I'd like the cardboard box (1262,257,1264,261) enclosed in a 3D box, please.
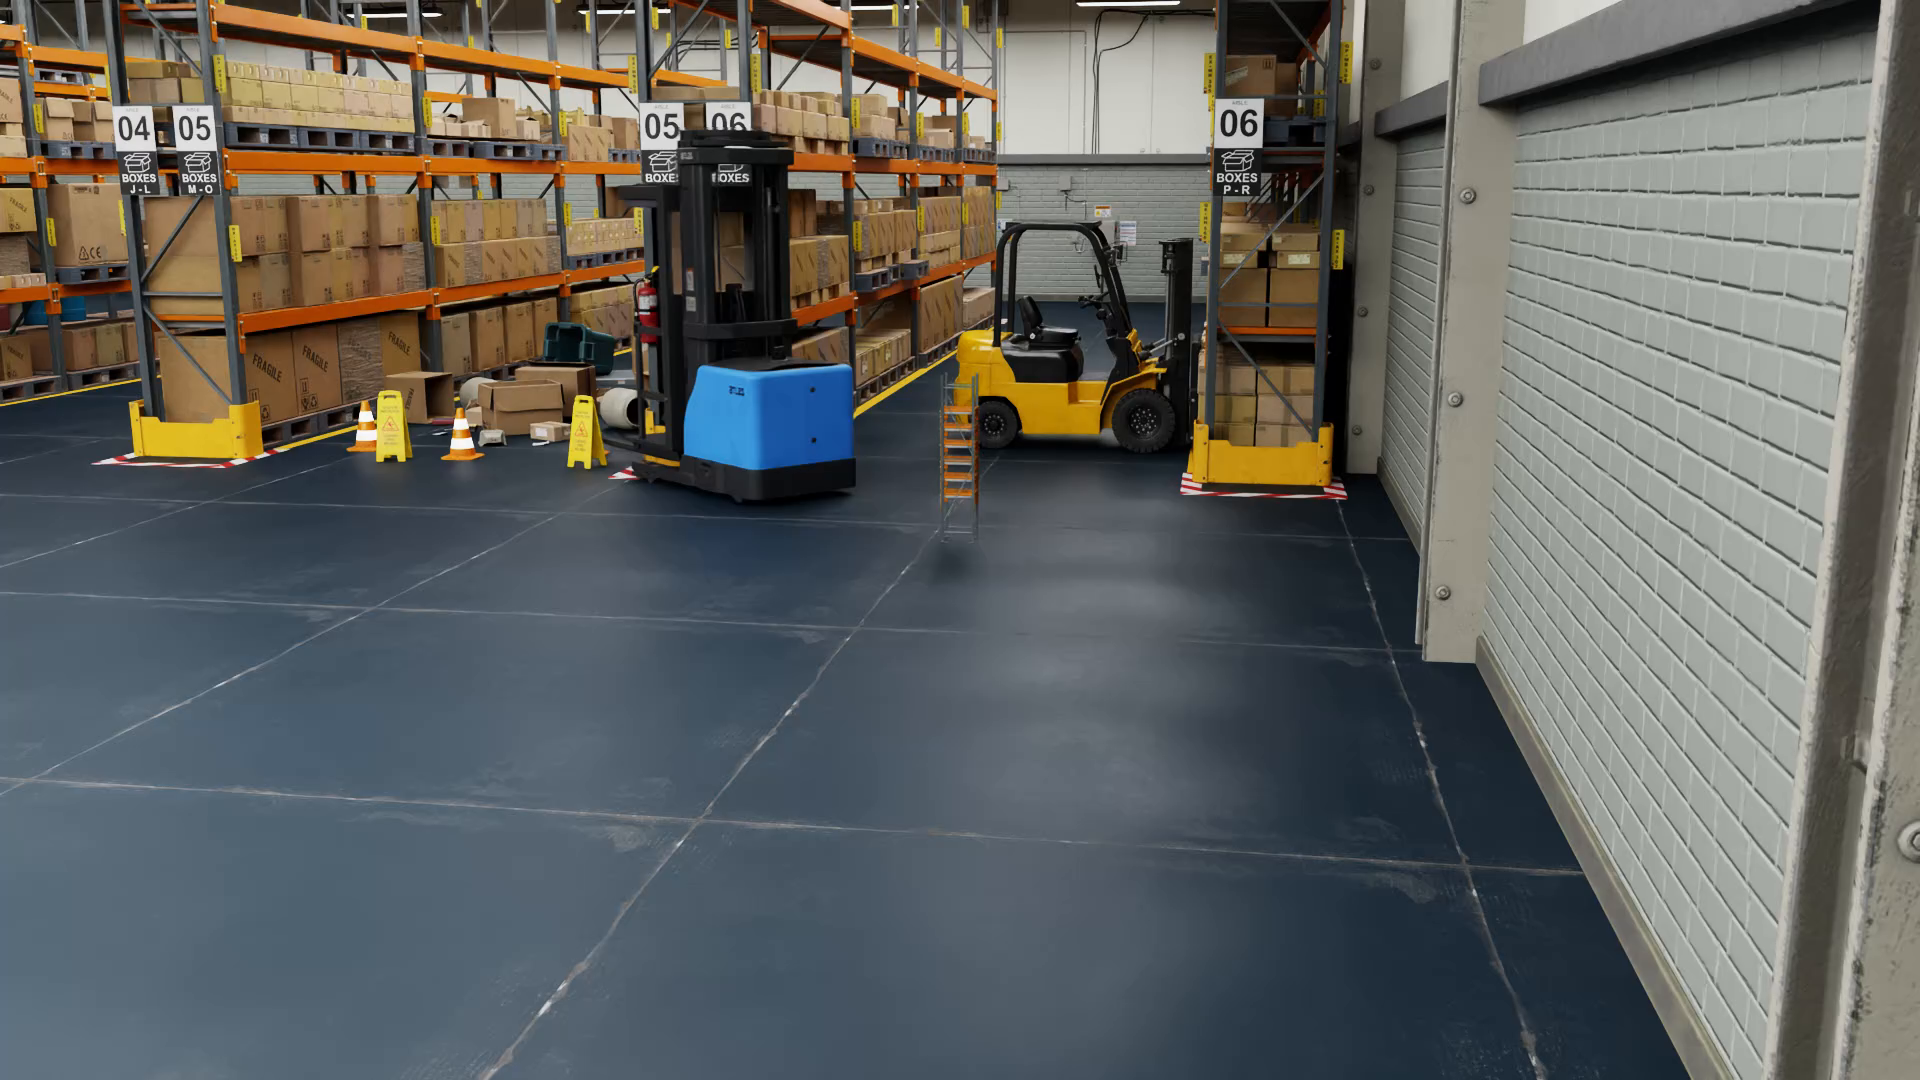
[{"bbox_3d":[2.754,-2.567,16.547,0.500,0.500,0.500,2,12,8],"label":"cardboard box"}]

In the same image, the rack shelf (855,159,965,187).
[{"bbox_3d":[-0.762,-5.340,24.240,1.077,0.370,4.000,2,12,9],"label":"rack shelf"}]

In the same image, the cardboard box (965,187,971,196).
[{"bbox_3d":[-0.029,-5.712,27.228,0.380,0.149,0.250,2,12,8],"label":"cardboard box"}]

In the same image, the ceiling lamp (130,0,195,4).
[{"bbox_3d":[-16.535,-12.380,34.225,2.000,3.185,0.800,2,12,9],"label":"ceiling lamp"}]

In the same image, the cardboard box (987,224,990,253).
[{"bbox_3d":[0.256,-5.310,29.277,0.500,0.500,0.500,2,12,7],"label":"cardboard box"}]

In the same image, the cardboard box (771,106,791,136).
[{"bbox_3d":[-1.872,-3.883,15.420,0.500,0.250,0.500,2,12,8],"label":"cardboard box"}]

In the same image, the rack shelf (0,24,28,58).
[{"bbox_3d":[-11.784,-5.461,17.687,1.077,0.370,4.000,2,12,9],"label":"rack shelf"}]

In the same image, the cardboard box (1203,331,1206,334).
[{"bbox_3d":[2.836,-2.076,17.662,0.500,0.250,0.500,2,12,8],"label":"cardboard box"}]

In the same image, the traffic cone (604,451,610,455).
[{"bbox_3d":[-3.508,-1.035,15.697,0.336,0.463,0.334,2,12,9],"label":"traffic cone"}]

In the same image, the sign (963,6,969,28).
[{"bbox_3d":[0.084,-8.055,25.603,0.100,0.325,0.005,2,12,9],"label":"sign"}]

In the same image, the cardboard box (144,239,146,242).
[{"bbox_3d":[-11.347,-3.921,22.425,0.500,0.250,0.500,2,12,7],"label":"cardboard box"}]

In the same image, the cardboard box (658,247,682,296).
[{"bbox_3d":[-2.489,-2.460,15.345,0.500,0.500,0.500,2,12,8],"label":"cardboard box"}]

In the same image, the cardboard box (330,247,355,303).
[{"bbox_3d":[-6.880,-2.775,17.392,0.875,0.550,0.500,2,12,9],"label":"cardboard box"}]

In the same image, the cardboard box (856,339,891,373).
[{"bbox_3d":[-1.394,-2.301,20.791,0.950,0.372,0.625,2,12,11],"label":"cardboard box"}]

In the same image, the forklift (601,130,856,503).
[{"bbox_3d":[-2.189,-1.980,14.224,1.130,2.935,3.031,-10,16,-39],"label":"forklift"}]

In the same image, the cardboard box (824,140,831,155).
[{"bbox_3d":[-1.573,-4.141,17.563,0.380,0.149,0.250,2,12,9],"label":"cardboard box"}]

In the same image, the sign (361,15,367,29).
[{"bbox_3d":[-9.708,-8.376,27.093,0.100,0.325,0.005,2,12,9],"label":"sign"}]

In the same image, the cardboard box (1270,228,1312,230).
[{"bbox_3d":[3.134,-2.879,15.750,0.380,0.149,0.250,2,12,9],"label":"cardboard box"}]

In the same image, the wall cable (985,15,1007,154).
[{"bbox_3d":[0.757,-9.600,35.180,0.463,3.000,0.029,2,12,9],"label":"wall cable"}]

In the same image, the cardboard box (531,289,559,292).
[{"bbox_3d":[-6.063,-3.555,24.524,0.500,0.250,0.500,2,12,9],"label":"cardboard box"}]

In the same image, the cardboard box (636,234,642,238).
[{"bbox_3d":[-5.266,-4.865,26.341,0.380,0.149,0.250,2,12,9],"label":"cardboard box"}]

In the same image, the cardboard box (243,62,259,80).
[{"bbox_3d":[-6.801,-4.382,15.556,0.380,0.149,0.250,2,12,9],"label":"cardboard box"}]

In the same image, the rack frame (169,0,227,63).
[{"bbox_3d":[-14.525,-8.889,31.878,1.000,3.000,0.127,2,12,9],"label":"rack frame"}]

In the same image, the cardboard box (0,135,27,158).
[{"bbox_3d":[-11.289,-4.587,19.395,0.500,0.250,0.500,2,12,11],"label":"cardboard box"}]

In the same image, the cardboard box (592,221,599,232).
[{"bbox_3d":[-5.552,-4.630,24.545,0.380,0.149,0.250,2,12,11],"label":"cardboard box"}]

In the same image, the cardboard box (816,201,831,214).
[{"bbox_3d":[-1.744,-3.940,19.678,0.380,0.149,0.250,2,12,7],"label":"cardboard box"}]

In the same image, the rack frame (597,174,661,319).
[{"bbox_3d":[-5.361,-4.781,27.059,1.000,3.000,0.127,2,12,9],"label":"rack frame"}]

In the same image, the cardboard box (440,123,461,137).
[{"bbox_3d":[-6.187,-4.921,19.951,0.250,0.149,0.380,2,12,9],"label":"cardboard box"}]

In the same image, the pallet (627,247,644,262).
[{"bbox_3d":[-5.622,-4.533,26.362,1.003,0.211,1.213,2,12,9],"label":"pallet"}]

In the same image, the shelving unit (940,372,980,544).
[{"bbox_3d":[-0.002,-0.584,11.853,0.258,1.200,0.189,2,12,9],"label":"shelving unit"}]

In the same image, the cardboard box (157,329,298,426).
[{"bbox_3d":[-7.168,-1.593,16.312,0.875,0.875,0.875,2,12,9],"label":"cardboard box"}]

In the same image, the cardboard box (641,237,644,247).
[{"bbox_3d":[-5.226,-4.775,26.627,0.380,0.149,0.250,2,12,7],"label":"cardboard box"}]

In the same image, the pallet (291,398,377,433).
[{"bbox_3d":[-6.971,-1.342,17.720,1.003,0.211,1.213,2,12,9],"label":"pallet"}]

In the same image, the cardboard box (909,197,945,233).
[{"bbox_3d":[-0.509,-4.757,24.337,0.500,0.500,0.500,2,12,10],"label":"cardboard box"}]

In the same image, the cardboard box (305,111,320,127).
[{"bbox_3d":[-6.643,-4.205,16.625,0.380,0.149,0.250,2,12,8],"label":"cardboard box"}]

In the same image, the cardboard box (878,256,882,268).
[{"bbox_3d":[-1.152,-3.381,20.159,0.380,0.149,0.250,2,12,9],"label":"cardboard box"}]

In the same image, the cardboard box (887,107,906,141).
[{"bbox_3d":[-1.161,-5.615,22.564,0.797,0.503,0.637,1,12,5],"label":"cardboard box"}]

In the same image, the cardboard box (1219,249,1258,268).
[{"bbox_3d":[2.382,-2.431,14.376,0.380,0.149,0.250,2,12,9],"label":"cardboard box"}]

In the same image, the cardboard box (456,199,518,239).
[{"bbox_3d":[-6.208,-4.181,21.662,0.700,0.500,0.500,2,12,8],"label":"cardboard box"}]

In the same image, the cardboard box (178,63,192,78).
[{"bbox_3d":[-7.450,-4.404,15.657,0.380,0.149,0.250,2,12,9],"label":"cardboard box"}]

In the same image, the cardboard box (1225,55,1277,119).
[{"bbox_3d":[2.433,-3.853,14.161,0.500,0.500,0.500,2,12,11],"label":"cardboard box"}]

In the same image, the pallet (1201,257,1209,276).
[{"bbox_3d":[3.871,-3.699,22.491,1.213,0.211,1.003,2,12,9],"label":"pallet"}]

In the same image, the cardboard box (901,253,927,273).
[{"bbox_3d":[-0.746,-3.830,22.999,0.500,0.250,0.500,2,12,8],"label":"cardboard box"}]

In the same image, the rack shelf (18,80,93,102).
[{"bbox_3d":[-15.448,-7.093,26.201,1.077,0.370,4.000,2,12,9],"label":"rack shelf"}]

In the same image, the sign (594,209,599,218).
[{"bbox_3d":[-5.898,-5.220,27.042,0.100,0.325,0.005,2,12,9],"label":"sign"}]

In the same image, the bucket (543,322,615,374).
[{"bbox_3d":[-4.334,-2.156,19.038,0.726,0.611,0.620,7,4,28],"label":"bucket"}]

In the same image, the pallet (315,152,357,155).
[{"bbox_3d":[-10.339,-6.143,26.713,0.805,0.209,1.217,1,12,6],"label":"pallet"}]

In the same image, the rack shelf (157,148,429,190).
[{"bbox_3d":[-6.899,-3.814,17.159,1.077,0.370,4.000,2,12,9],"label":"rack shelf"}]

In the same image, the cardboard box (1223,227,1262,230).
[{"bbox_3d":[2.682,-2.896,15.828,0.380,0.149,0.250,2,12,9],"label":"cardboard box"}]

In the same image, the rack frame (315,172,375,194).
[{"bbox_3d":[-10.246,-4.963,27.902,1.000,3.000,0.127,2,12,9],"label":"rack frame"}]

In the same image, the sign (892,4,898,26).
[{"bbox_3d":[-0.999,-8.132,25.772,0.100,0.325,0.005,2,12,9],"label":"sign"}]

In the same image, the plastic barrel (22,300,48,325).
[{"bbox_3d":[-15.350,-4.043,27.617,0.600,0.901,0.708,2,12,9],"label":"plastic barrel"}]
